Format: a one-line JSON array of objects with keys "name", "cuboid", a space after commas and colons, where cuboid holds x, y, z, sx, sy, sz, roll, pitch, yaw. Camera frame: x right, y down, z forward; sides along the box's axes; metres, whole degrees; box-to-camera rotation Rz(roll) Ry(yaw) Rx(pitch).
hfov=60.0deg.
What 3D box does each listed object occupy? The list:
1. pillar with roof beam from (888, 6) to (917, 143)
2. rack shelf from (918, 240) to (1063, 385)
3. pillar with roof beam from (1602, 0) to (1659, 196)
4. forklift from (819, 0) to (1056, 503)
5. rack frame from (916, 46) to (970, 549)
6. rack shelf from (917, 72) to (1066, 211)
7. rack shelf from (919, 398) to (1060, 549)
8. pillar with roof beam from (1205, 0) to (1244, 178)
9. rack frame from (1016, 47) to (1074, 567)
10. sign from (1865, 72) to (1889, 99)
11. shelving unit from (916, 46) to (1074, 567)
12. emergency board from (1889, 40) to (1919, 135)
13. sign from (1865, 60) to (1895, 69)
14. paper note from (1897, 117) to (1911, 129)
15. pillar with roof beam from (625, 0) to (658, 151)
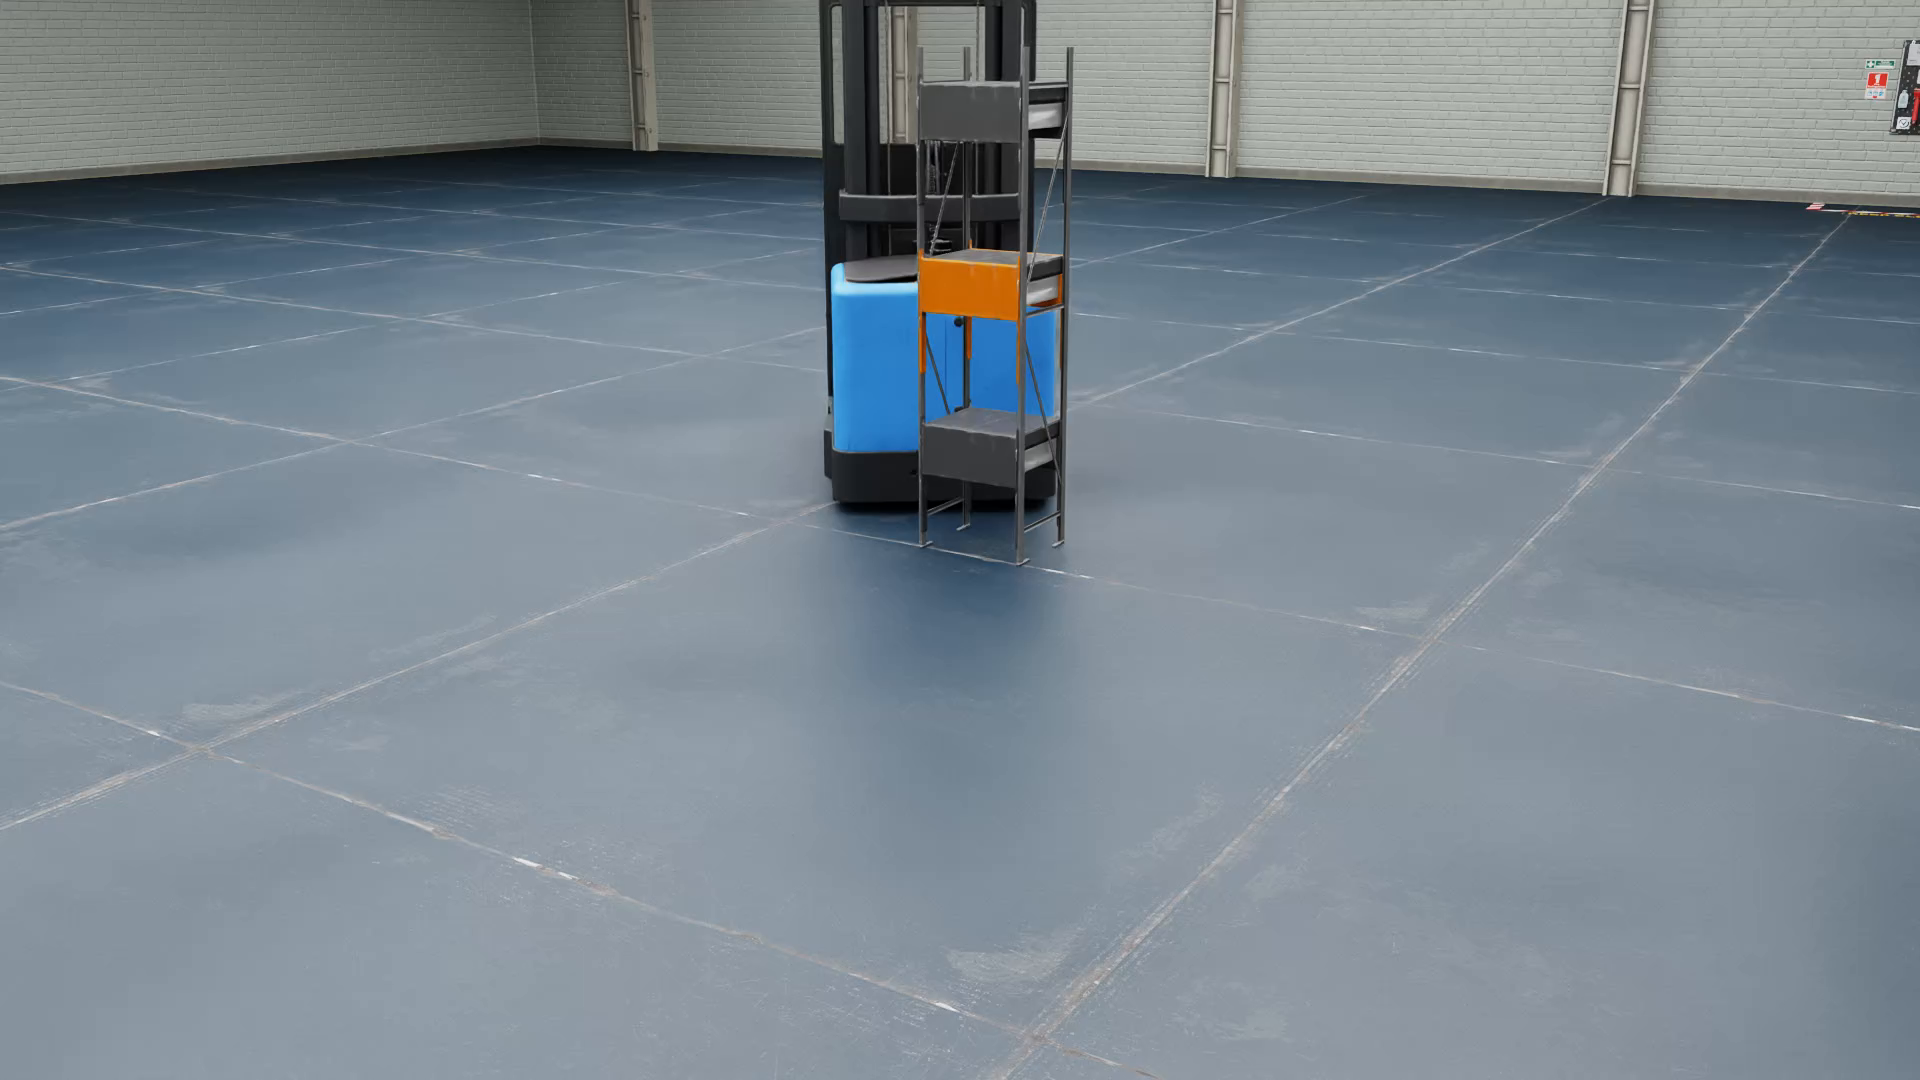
[{"name": "pillar with roof beam", "cuboid": [-3.243, -9.901, 24.493, 0.400, 9.000, 9.100, 10, 20, 30]}, {"name": "rack shelf", "cuboid": [0.141, -0.966, 6.997, 0.480, 0.518, 0.431, 10, 20, 30]}, {"name": "pillar with roof beam", "cuboid": [6.982, -8.076, 18.484, 0.400, 9.000, 9.100, 10, 20, 30]}, {"name": "forklift", "cuboid": [-0.181, -1.954, 8.770, 1.130, 2.935, 3.031, -1, 17, -4]}, {"name": "rack frame", "cuboid": [-0.067, -1.017, 7.115, 0.015, 2.100, 0.400, 10, 20, 30]}, {"name": "rack shelf", "cuboid": [0.141, -1.636, 6.794, 0.480, 0.518, 0.431, 10, 20, 30]}, {"name": "rack shelf", "cuboid": [0.141, -0.297, 7.201, 0.480, 0.518, 0.431, 10, 20, 30]}, {"name": "pillar with roof beam", "cuboid": [1.869, -8.988, 21.489, 0.400, 9.000, 9.100, 10, 20, 30]}, {"name": "rack frame", "cuboid": [0.349, -0.942, 6.871, 0.015, 2.100, 0.400, 10, 20, 30]}, {"name": "sign", "cuboid": [11.845, -5.871, 21.486, 0.234, 0.329, 0.001, 10, 20, 30]}, {"name": "shelving unit", "cuboid": [0.141, -0.979, 6.993, 0.503, 2.100, 0.431, 10, 20, 30]}, {"name": "emergency board", "cuboid": [12.264, -5.750, 21.150, 0.626, 1.169, 0.157, 10, 20, 30]}, {"name": "sign", "cuboid": [11.844, -6.122, 21.400, 0.331, 0.109, 0.001, 10, 20, 30]}, {"name": "paper note", "cuboid": [12.147, -5.367, 21.403, 0.142, 0.148, 0.016, 10, 20, 30]}, {"name": "pillar with roof beam", "cuboid": [-8.356, -10.814, 27.498, 0.400, 9.000, 9.100, 10, 20, 30]}]
